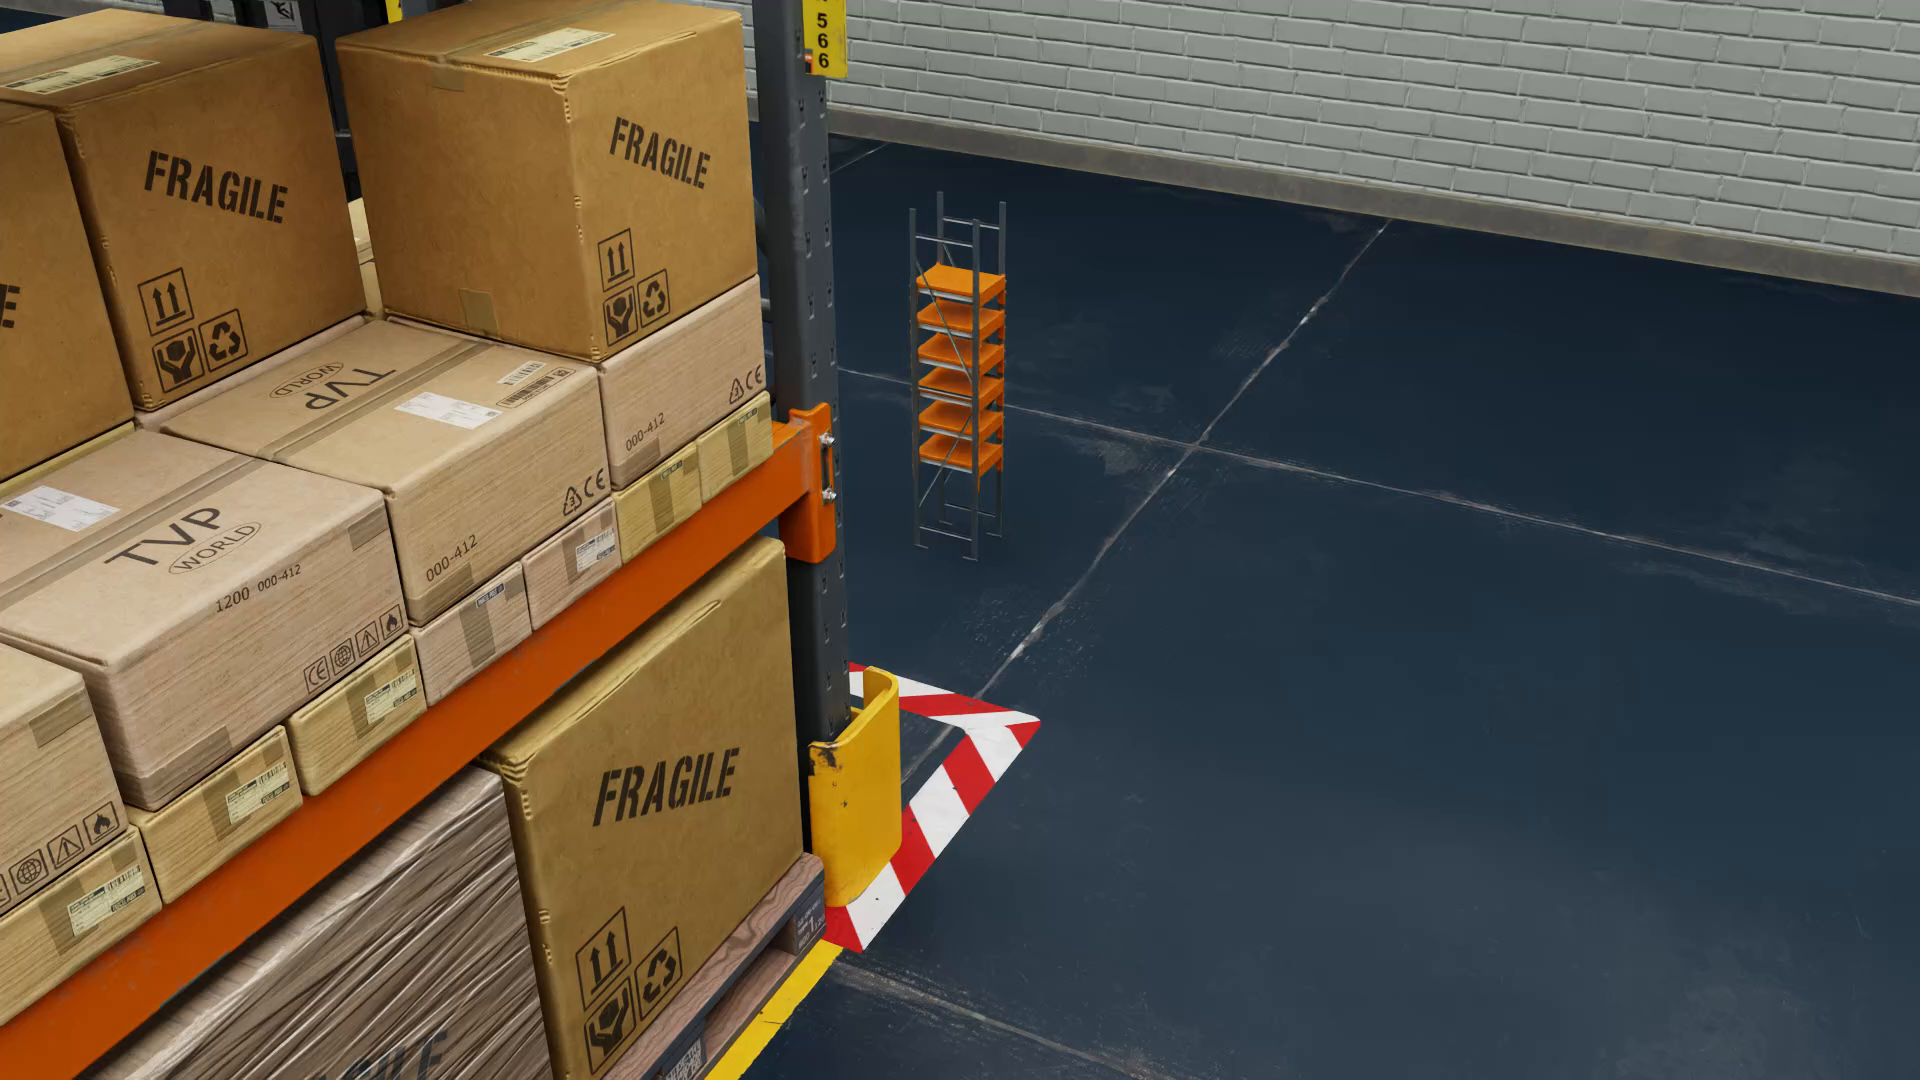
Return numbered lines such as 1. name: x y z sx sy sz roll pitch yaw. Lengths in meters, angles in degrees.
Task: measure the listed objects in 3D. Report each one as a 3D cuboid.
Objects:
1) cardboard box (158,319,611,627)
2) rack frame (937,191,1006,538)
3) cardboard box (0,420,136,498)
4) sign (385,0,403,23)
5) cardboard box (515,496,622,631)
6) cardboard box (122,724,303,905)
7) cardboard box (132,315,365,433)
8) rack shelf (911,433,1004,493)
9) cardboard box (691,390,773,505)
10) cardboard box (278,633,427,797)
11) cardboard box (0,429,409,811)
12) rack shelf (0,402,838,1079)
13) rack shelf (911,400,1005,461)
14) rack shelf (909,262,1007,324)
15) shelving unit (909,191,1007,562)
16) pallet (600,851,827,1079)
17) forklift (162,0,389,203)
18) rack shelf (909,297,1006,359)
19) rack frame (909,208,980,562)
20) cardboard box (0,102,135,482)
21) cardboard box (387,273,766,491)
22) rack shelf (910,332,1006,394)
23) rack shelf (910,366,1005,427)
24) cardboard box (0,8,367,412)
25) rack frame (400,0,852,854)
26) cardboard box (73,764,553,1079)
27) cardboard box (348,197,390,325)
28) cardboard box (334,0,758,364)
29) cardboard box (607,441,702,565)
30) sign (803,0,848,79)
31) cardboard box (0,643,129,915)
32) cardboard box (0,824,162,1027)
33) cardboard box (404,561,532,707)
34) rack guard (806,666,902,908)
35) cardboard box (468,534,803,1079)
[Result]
1. cardboard box: -0.955 -0.134 2.823 0.500 0.250 0.500 14 33 22
2. rack frame: 0.035 -0.554 5.511 0.240 1.200 0.006 14 33 23
3. cardboard box: -1.661 -0.028 2.639 0.500 0.250 0.500 13 32 22
4. sign: -1.231 -1.108 3.718 0.100 0.325 0.005 14 33 23
5. cardboard box: -0.841 -0.001 2.992 0.380 0.149 0.250 14 33 23
6. cardboard box: -1.190 0.340 2.398 0.380 0.149 0.250 14 33 23
7. cardboard box: -1.429 -0.250 3.025 0.500 0.250 0.500 14 33 23
8. rack shelf: -0.007 -0.267 5.582 0.258 0.103 0.180 14 33 23
9. cardboard box: -0.608 -0.228 3.387 0.380 0.149 0.250 15 33 24
10. cardboard box: -1.072 0.225 2.598 0.380 0.149 0.250 14 33 22
11. cardboard box: -1.187 0.092 2.430 0.500 0.250 0.500 13 32 22
12. rack shelf: -1.650 0.629 2.365 1.077 0.370 4.000 14 33 23
13. rack shelf: -0.007 -0.371 5.522 0.258 0.103 0.180 14 33 23
14. rack shelf: -0.007 -0.788 5.283 0.258 0.103 0.180 14 33 23
15. shelving unit: -0.007 -0.514 5.440 0.258 1.200 0.189 14 33 23
16. pallet: -1.034 1.012 3.776 1.003 0.211 1.213 14 33 23
17. forklift: -2.499 -1.545 5.498 3.031 2.935 1.130 2 30 3
18. rack shelf: -0.007 -0.683 5.343 0.258 0.103 0.180 14 33 23
19. rack frame: -0.048 -0.473 5.369 0.240 1.200 0.006 14 33 23
20. cardboard box: -1.657 -0.355 2.454 0.500 0.500 0.500 13 32 22
21. cardboard box: -0.724 -0.359 3.214 0.500 0.250 0.500 14 33 23
22. rack shelf: -0.007 -0.579 5.402 0.258 0.103 0.180 14 33 23
23. rack shelf: -0.007 -0.475 5.462 0.258 0.103 0.180 14 33 23
24. cardboard box: -1.426 -0.586 2.857 0.500 0.500 0.500 13 33 22
25. rack frame: -0.739 -0.570 3.730 1.000 3.000 0.127 14 33 23
26. cardboard box: -1.374 0.875 2.926 0.875 0.875 0.875 14 33 23
27. cardboard box: -1.198 -0.482 3.429 0.500 0.250 0.500 13 32 22
28. cardboard box: -0.727 -0.683 3.026 0.500 0.500 0.500 15 33 24
29. cardboard box: -0.725 -0.113 3.186 0.380 0.149 0.250 15 33 24
30. sign: -0.262 -1.045 3.157 0.100 0.325 0.005 14 33 23
31. cardboard box: -1.421 0.324 2.026 0.500 0.250 0.500 14 33 23
32. cardboard box: -1.305 0.449 2.207 0.380 0.149 0.250 15 33 24
33. cardboard box: -0.956 0.109 2.800 0.380 0.149 0.250 15 33 24
34. rack guard: -0.728 0.504 4.371 1.175 0.500 0.348 14 33 23
35. cardboard box: -0.960 0.471 3.629 0.875 0.875 0.875 14 33 23
